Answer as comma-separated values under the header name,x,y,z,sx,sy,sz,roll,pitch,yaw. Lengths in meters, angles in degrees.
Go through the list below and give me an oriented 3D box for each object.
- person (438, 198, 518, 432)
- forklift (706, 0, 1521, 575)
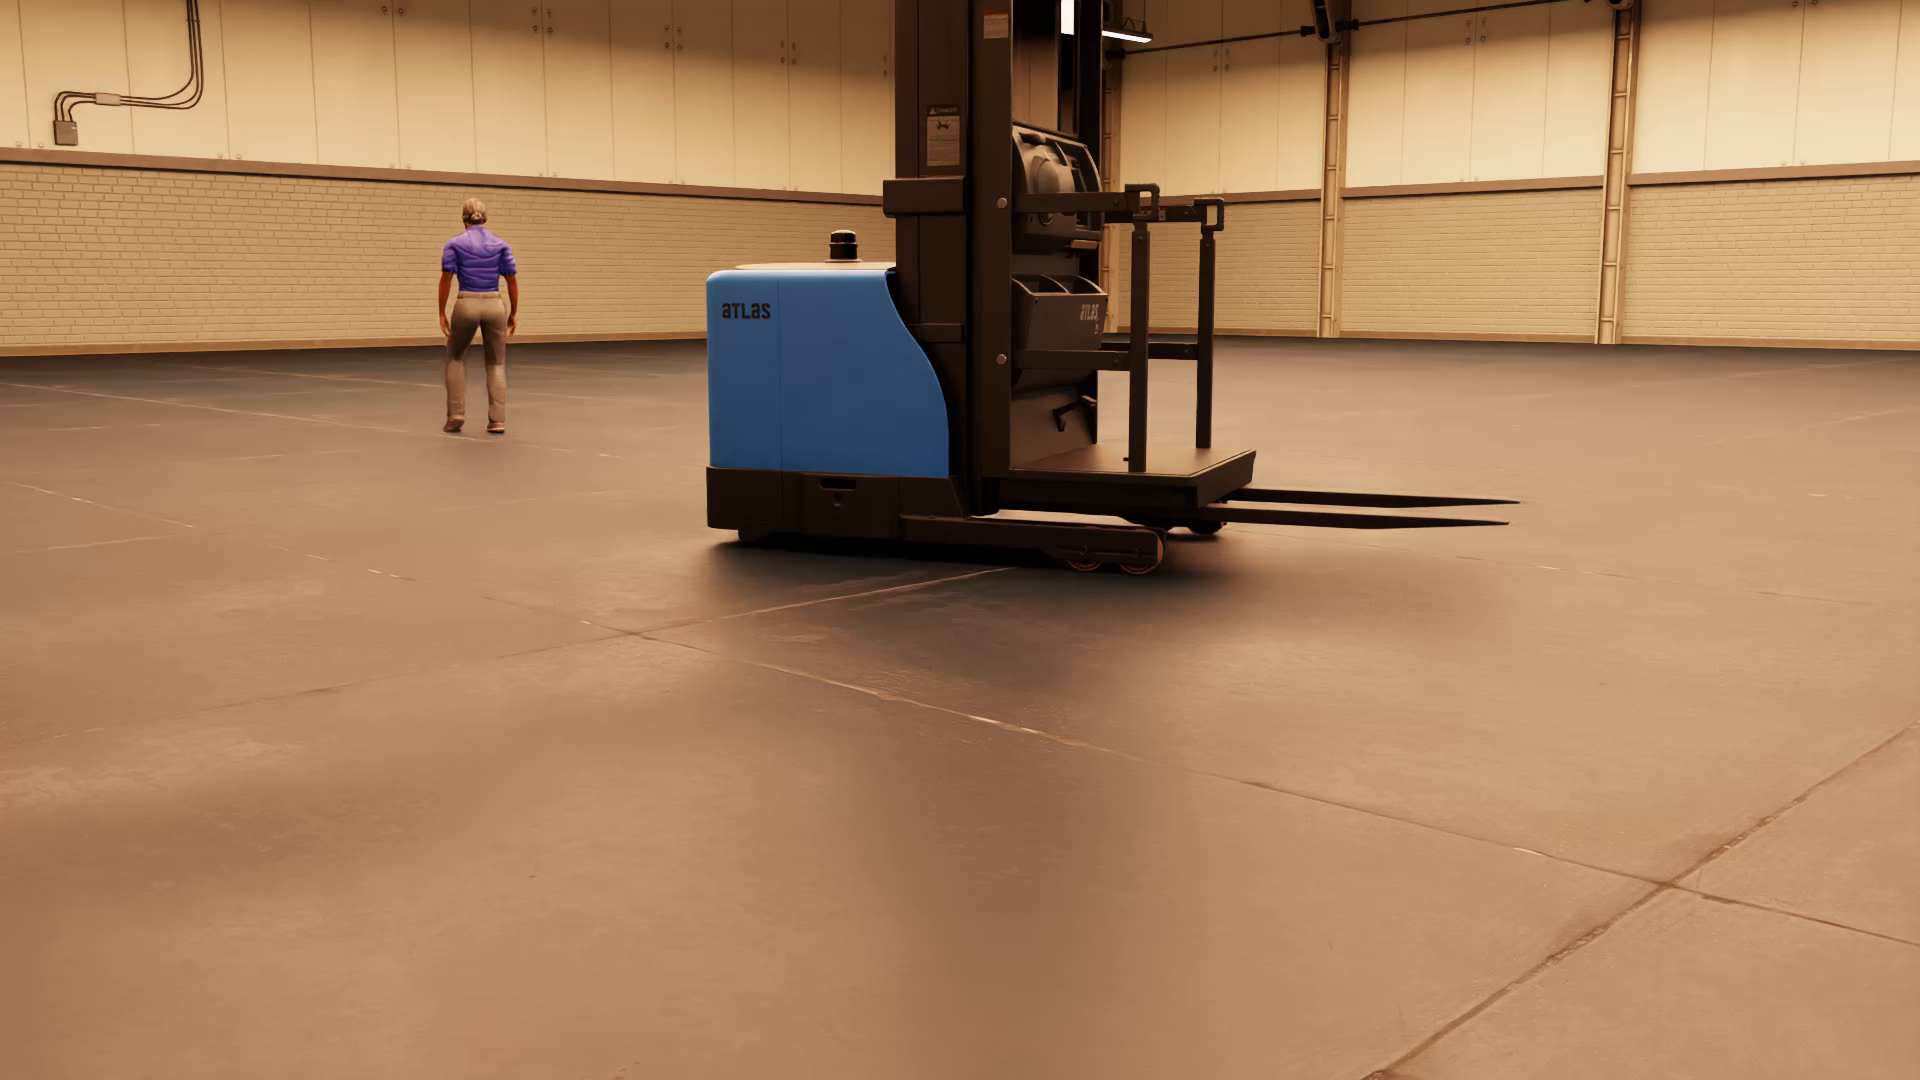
name,x,y,z,sx,sy,sz,roll,pitch,yaw
person,-3.413,-1.553,11.781,0.557,1.706,0.476,-3,9,-21
forklift,0.565,-1.416,6.275,3.031,2.935,1.130,3,9,22
